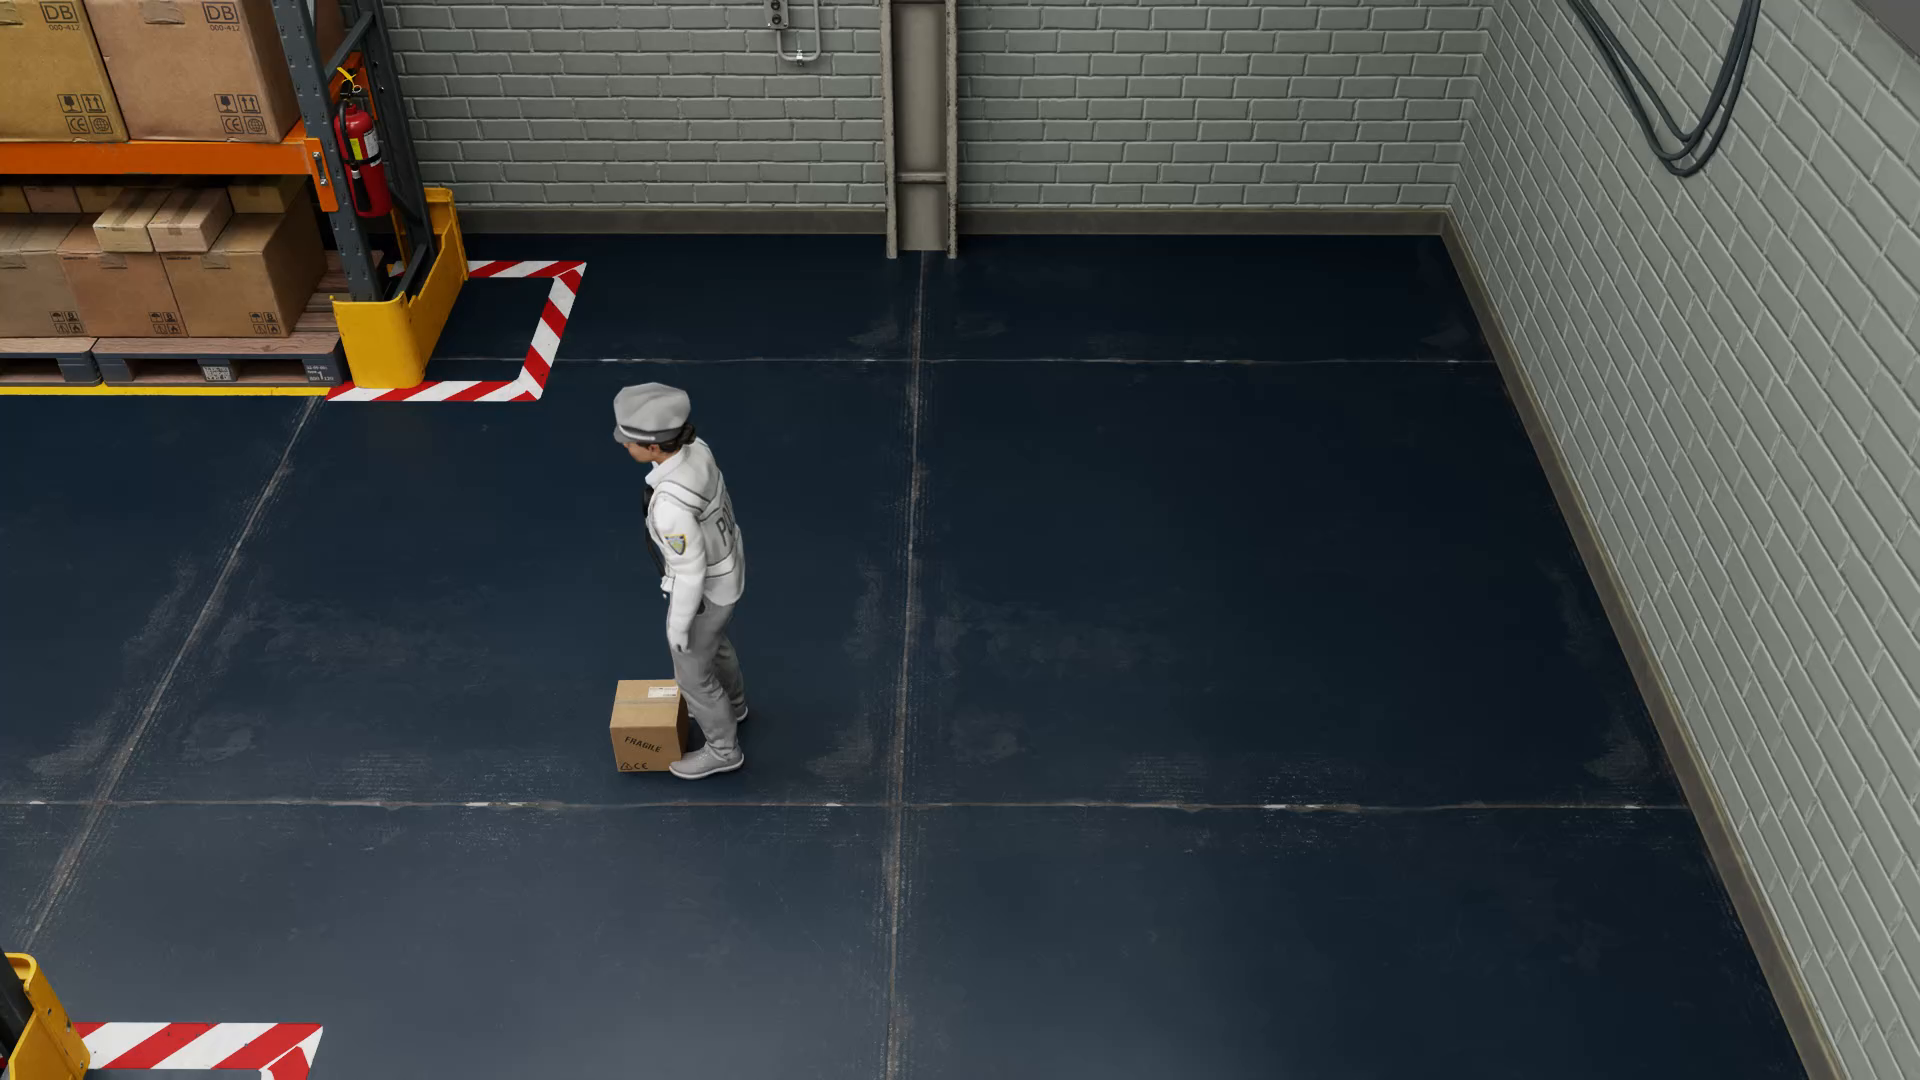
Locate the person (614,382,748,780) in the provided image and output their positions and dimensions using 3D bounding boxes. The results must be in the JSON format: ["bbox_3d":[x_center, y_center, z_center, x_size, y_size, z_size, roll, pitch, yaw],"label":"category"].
[{"bbox_3d":[-0.955,0.166,5.954,0.377,1.663,0.531,0,40,0],"label":"person"}]
